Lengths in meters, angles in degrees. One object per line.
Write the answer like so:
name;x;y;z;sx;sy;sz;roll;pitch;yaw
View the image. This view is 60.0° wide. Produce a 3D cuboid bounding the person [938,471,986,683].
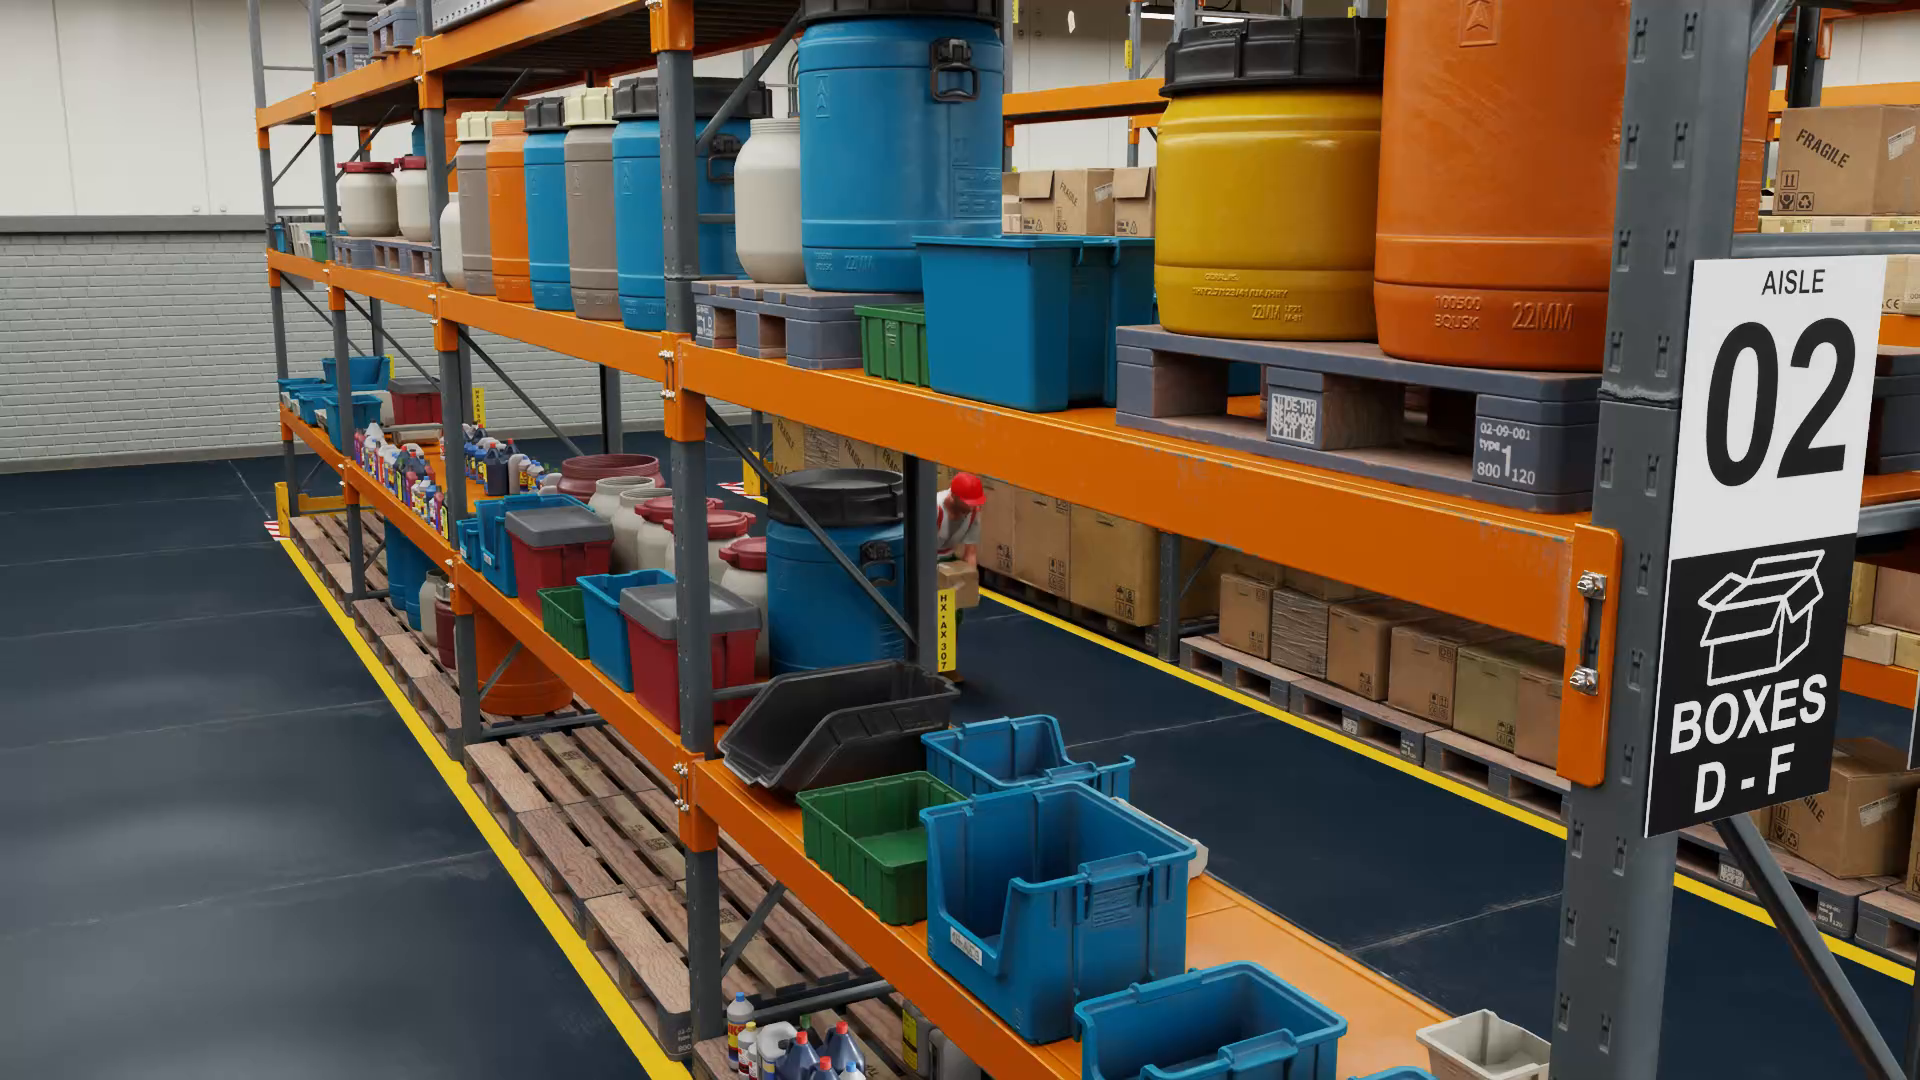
person;-0.099;0.259;11.233;0.485;1.541;0.819;-7;13;-29
